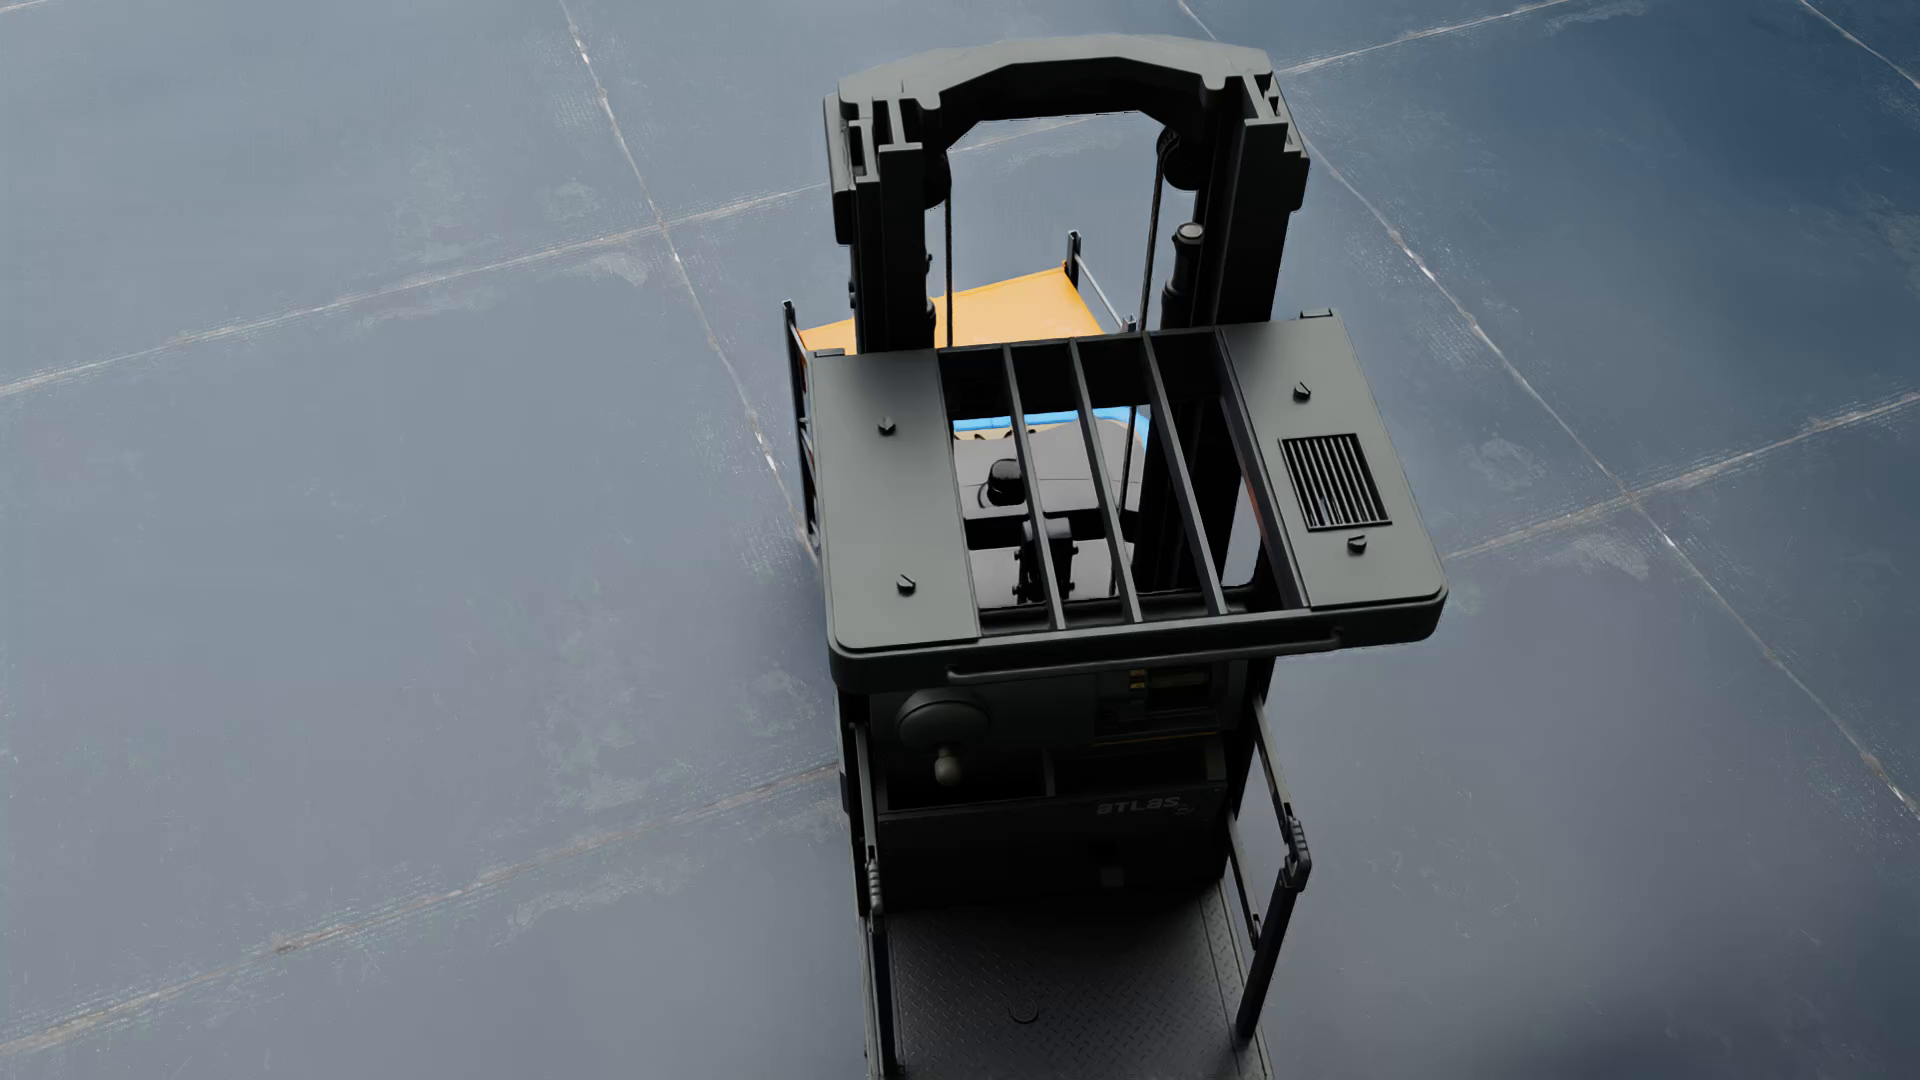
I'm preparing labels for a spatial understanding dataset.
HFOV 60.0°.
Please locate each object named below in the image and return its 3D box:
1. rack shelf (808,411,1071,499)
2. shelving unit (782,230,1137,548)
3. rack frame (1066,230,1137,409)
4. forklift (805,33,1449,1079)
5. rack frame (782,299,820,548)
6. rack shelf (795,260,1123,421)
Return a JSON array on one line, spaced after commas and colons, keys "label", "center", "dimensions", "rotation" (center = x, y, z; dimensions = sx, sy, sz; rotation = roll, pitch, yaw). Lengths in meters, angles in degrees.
[{"label": "rack shelf", "center": [-0.005, -0.217, 6.018], "dimensions": [1.000, 0.278, 0.538], "rotation": [-16, 51, -13]}, {"label": "shelving unit", "center": [-0.005, -0.377, 5.832], "dimensions": [1.048, 1.125, 0.538], "rotation": [-16, 51, -13]}, {"label": "rack frame", "center": [0.471, -0.512, 5.948], "dimensions": [0.032, 1.125, 0.500], "rotation": [-16, 51, -13]}, {"label": "forklift", "center": [0.267, 0.477, 3.909], "dimensions": [1.130, 2.935, 3.031], "rotation": [-5, 50, -4]}, {"label": "rack frame", "center": [-0.481, -0.241, 5.716], "dimensions": [0.032, 1.125, 0.500], "rotation": [-16, 51, -13]}, {"label": "rack shelf", "center": [-0.005, -0.567, 5.610], "dimensions": [1.000, 0.278, 0.538], "rotation": [-16, 51, -13]}]
